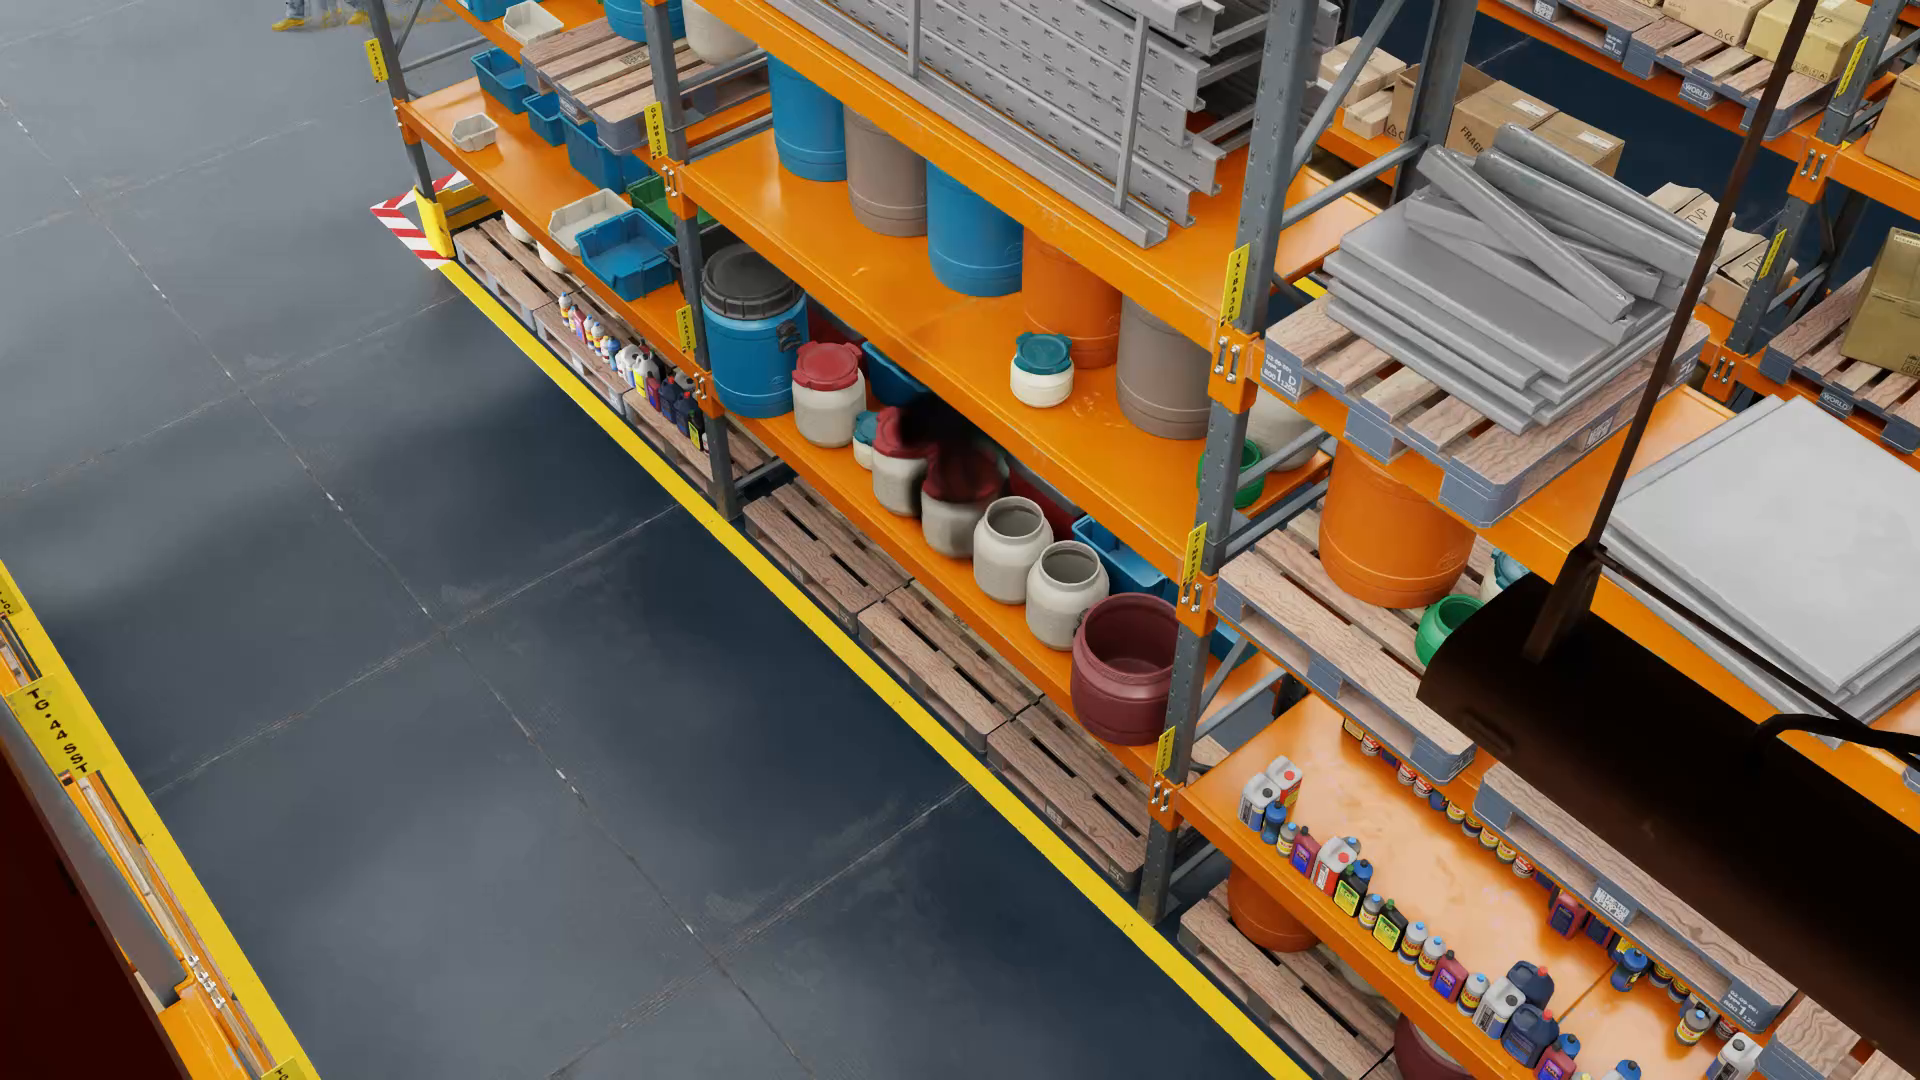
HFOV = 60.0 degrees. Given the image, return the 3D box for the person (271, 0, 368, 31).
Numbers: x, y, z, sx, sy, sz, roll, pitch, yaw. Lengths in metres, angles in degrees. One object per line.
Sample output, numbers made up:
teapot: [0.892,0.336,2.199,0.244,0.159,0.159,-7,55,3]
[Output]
person: [-5.894,-5.379,14.831,0.982,1.757,0.700,-11,47,-10]
